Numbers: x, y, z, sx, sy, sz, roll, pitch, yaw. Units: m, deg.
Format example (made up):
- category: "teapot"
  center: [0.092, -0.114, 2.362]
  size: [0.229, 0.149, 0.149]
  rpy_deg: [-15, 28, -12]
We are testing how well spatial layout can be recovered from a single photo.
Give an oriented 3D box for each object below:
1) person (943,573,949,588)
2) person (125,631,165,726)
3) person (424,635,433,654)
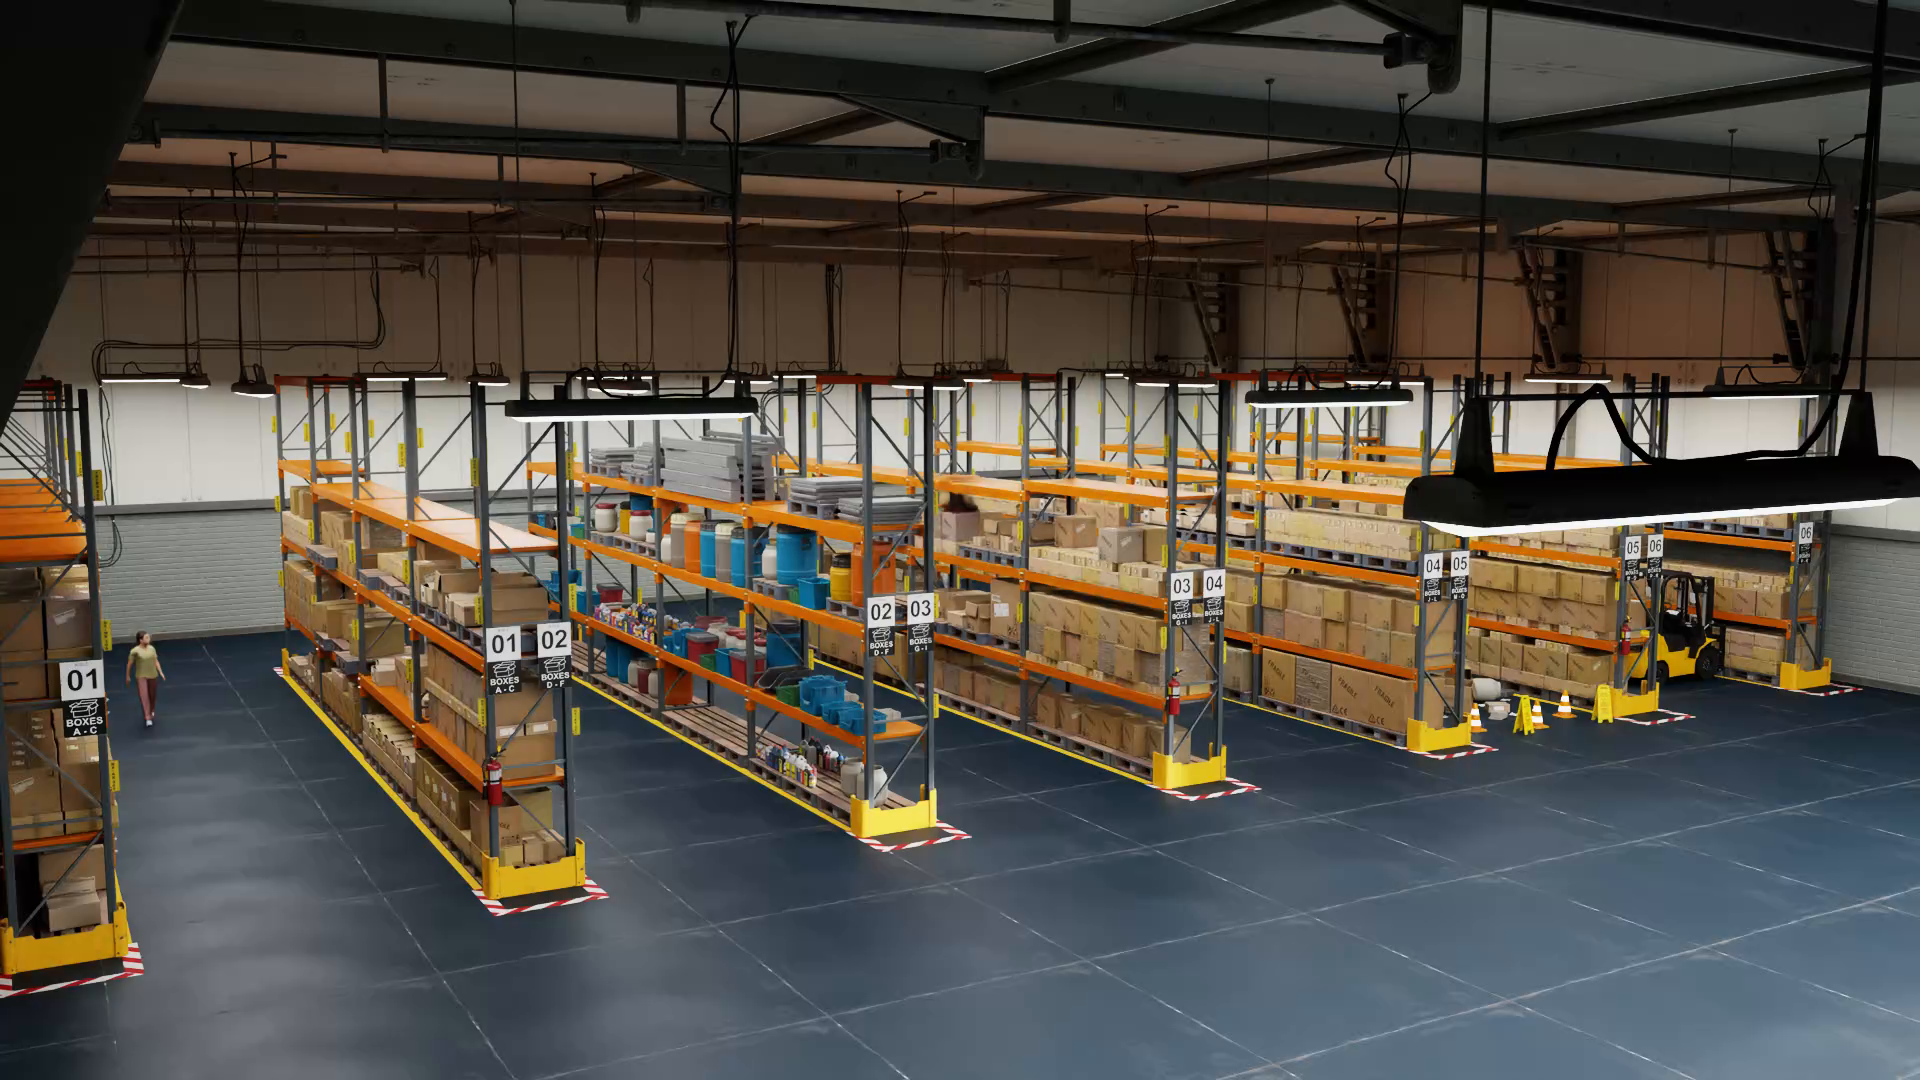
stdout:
- category: "person"
  center: [-0.247, 1.035, 43.816]
  size: [0.388, 0.989, 0.593]
  rpy_deg: [3, 7, 22]
- category: "person"
  center: [-14.135, 2.375, 28.837]
  size: [0.613, 1.621, 1.064]
  rpy_deg: [-4, 8, -34]
- category: "person"
  center: [-9.794, 2.261, 31.022]
  size: [0.493, 1.395, 0.678]
  rpy_deg: [-5, 8, -38]
